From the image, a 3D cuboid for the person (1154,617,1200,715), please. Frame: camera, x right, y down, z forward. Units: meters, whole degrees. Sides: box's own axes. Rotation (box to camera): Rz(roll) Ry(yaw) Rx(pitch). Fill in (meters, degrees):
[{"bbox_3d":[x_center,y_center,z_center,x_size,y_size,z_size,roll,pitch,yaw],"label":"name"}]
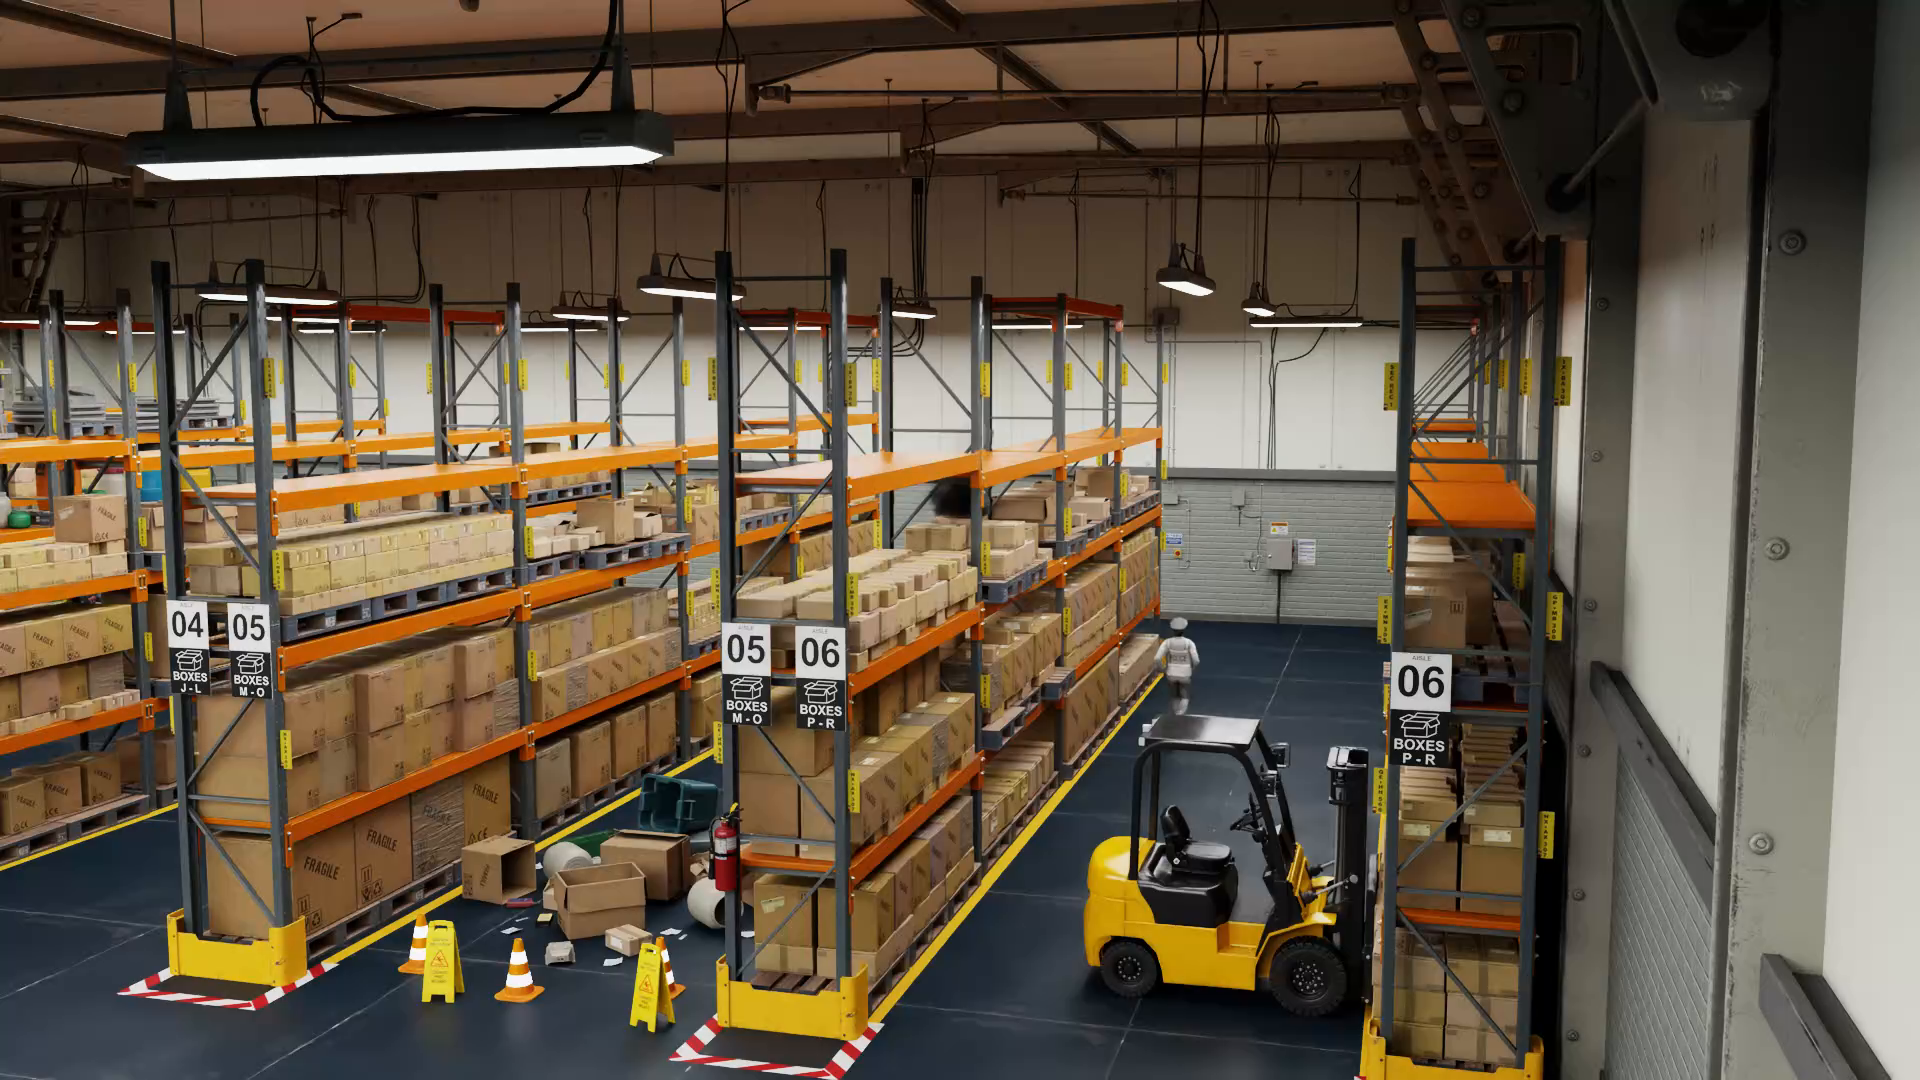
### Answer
[{"bbox_3d":[3.030,1.902,23.205,0.633,1.654,0.665,1,6,13],"label":"person"}]
